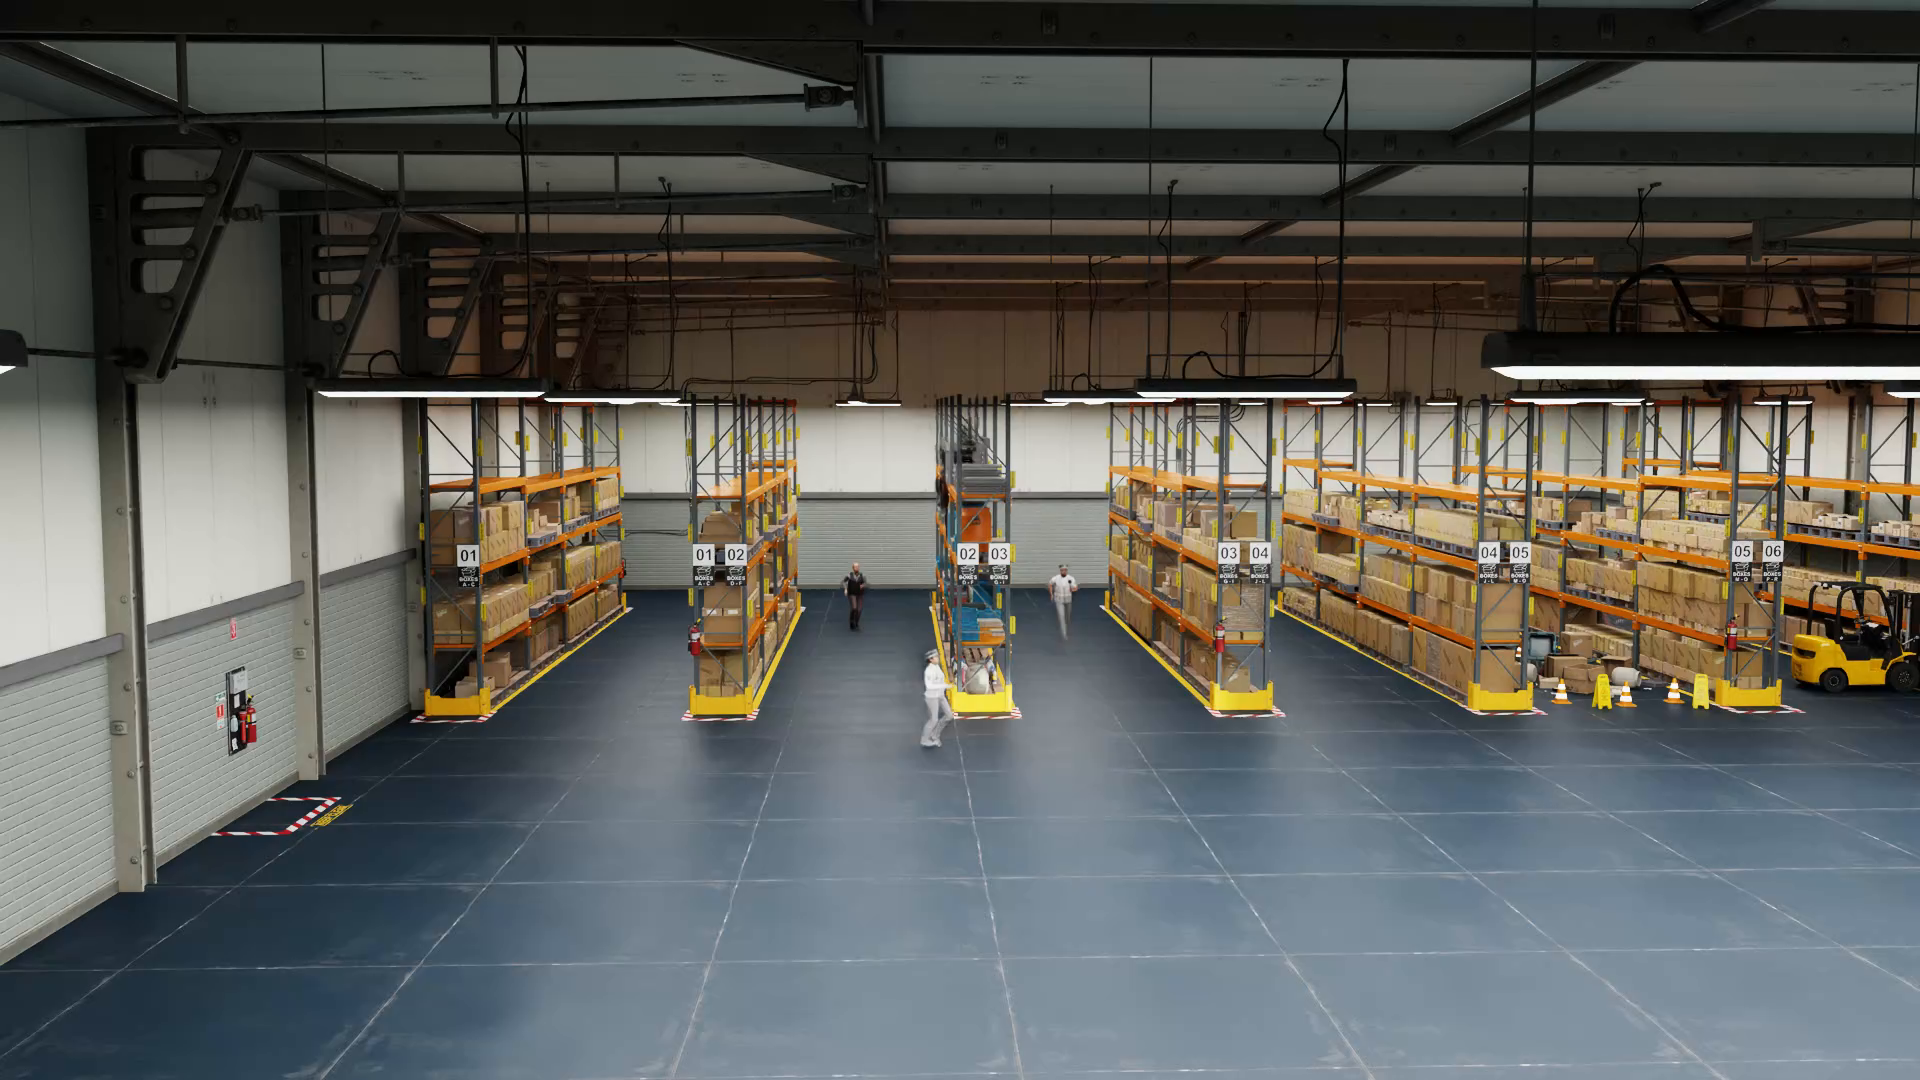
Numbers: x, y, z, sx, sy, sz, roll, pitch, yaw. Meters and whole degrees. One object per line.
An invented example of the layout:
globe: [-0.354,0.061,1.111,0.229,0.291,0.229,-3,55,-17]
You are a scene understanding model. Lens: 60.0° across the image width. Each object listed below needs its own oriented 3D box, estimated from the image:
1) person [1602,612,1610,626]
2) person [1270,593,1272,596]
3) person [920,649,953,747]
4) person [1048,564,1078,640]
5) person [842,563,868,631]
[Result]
person: [16.472,1.538,42.626,0.540,1.713,0.801,-1,5,-12]
person: [8.872,1.045,48.958,0.845,1.755,0.784,-1,5,-16]
person: [-0.378,2.674,28.096,0.619,1.695,0.595,2,5,26]
person: [2.452,1.467,39.296,0.665,1.830,0.853,-1,5,-9]
person: [-2.702,1.475,43.167,0.624,1.746,0.721,-2,5,-19]
